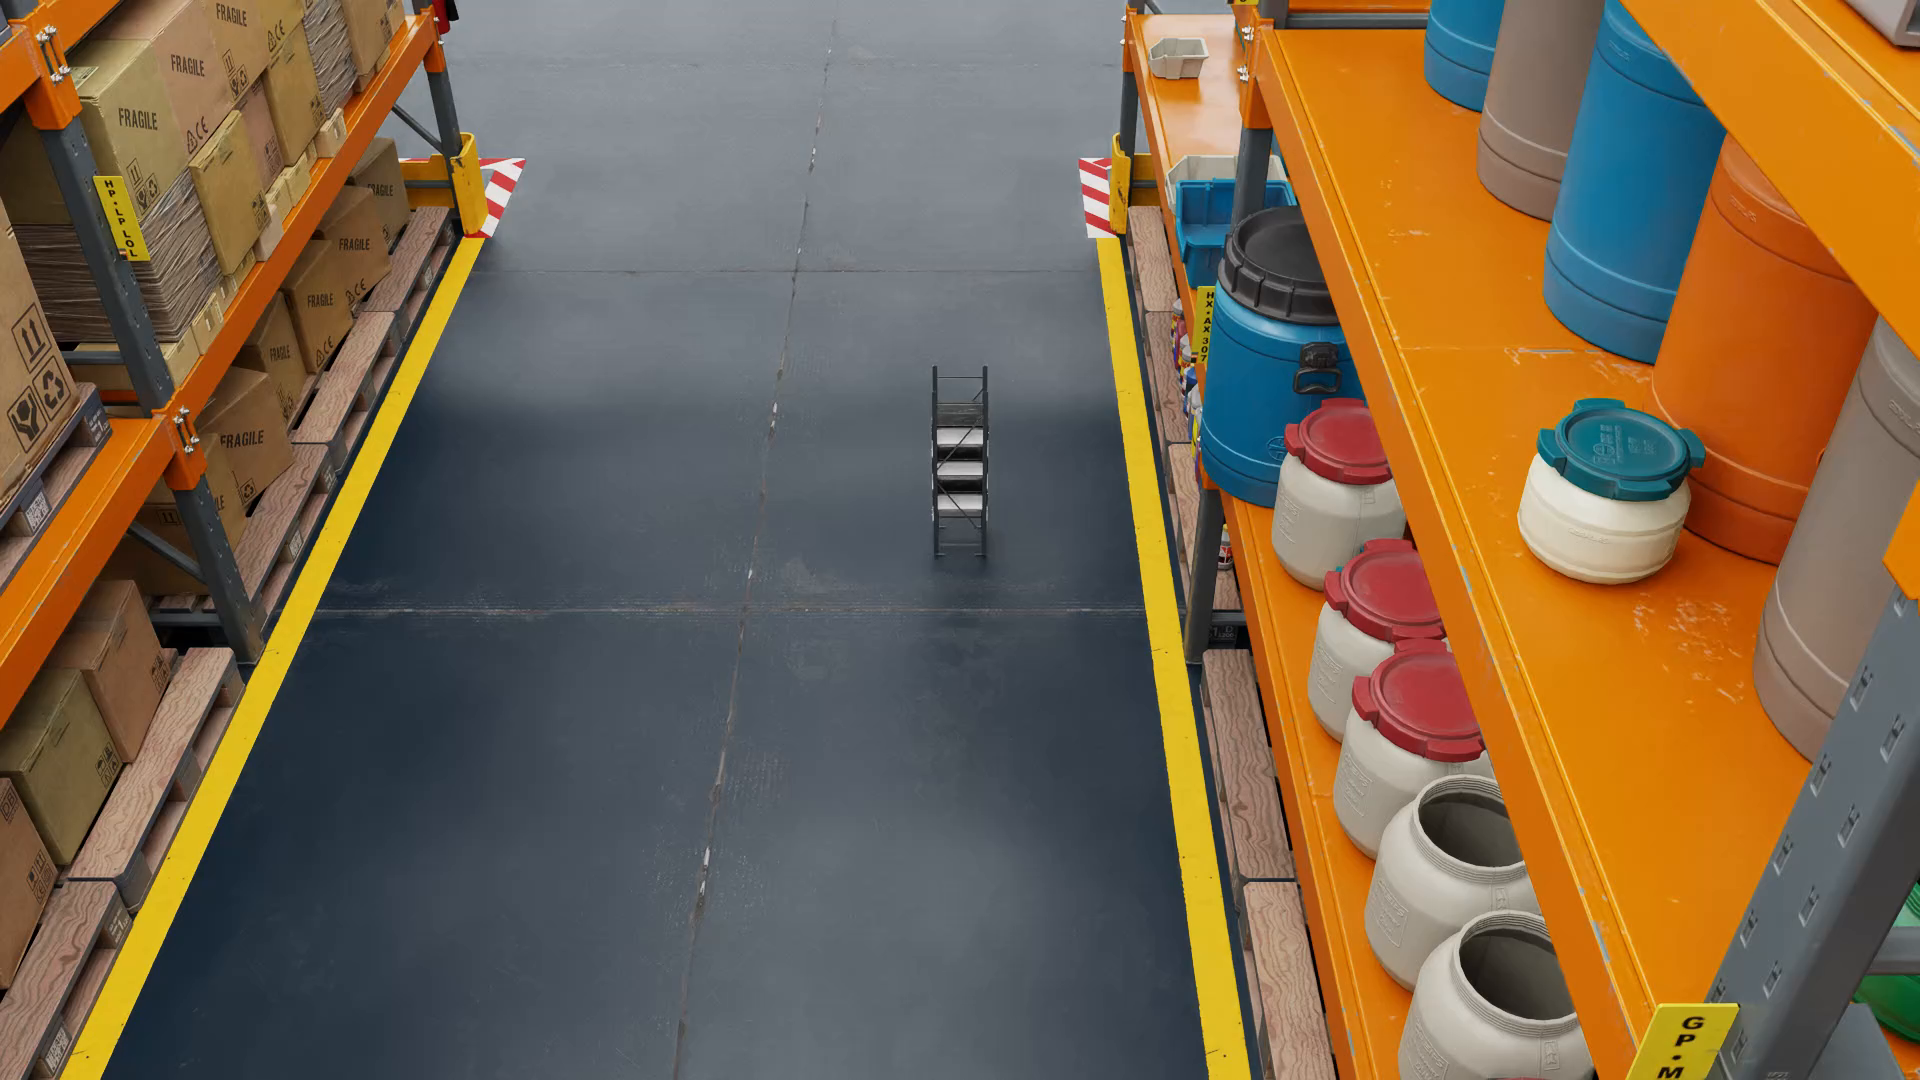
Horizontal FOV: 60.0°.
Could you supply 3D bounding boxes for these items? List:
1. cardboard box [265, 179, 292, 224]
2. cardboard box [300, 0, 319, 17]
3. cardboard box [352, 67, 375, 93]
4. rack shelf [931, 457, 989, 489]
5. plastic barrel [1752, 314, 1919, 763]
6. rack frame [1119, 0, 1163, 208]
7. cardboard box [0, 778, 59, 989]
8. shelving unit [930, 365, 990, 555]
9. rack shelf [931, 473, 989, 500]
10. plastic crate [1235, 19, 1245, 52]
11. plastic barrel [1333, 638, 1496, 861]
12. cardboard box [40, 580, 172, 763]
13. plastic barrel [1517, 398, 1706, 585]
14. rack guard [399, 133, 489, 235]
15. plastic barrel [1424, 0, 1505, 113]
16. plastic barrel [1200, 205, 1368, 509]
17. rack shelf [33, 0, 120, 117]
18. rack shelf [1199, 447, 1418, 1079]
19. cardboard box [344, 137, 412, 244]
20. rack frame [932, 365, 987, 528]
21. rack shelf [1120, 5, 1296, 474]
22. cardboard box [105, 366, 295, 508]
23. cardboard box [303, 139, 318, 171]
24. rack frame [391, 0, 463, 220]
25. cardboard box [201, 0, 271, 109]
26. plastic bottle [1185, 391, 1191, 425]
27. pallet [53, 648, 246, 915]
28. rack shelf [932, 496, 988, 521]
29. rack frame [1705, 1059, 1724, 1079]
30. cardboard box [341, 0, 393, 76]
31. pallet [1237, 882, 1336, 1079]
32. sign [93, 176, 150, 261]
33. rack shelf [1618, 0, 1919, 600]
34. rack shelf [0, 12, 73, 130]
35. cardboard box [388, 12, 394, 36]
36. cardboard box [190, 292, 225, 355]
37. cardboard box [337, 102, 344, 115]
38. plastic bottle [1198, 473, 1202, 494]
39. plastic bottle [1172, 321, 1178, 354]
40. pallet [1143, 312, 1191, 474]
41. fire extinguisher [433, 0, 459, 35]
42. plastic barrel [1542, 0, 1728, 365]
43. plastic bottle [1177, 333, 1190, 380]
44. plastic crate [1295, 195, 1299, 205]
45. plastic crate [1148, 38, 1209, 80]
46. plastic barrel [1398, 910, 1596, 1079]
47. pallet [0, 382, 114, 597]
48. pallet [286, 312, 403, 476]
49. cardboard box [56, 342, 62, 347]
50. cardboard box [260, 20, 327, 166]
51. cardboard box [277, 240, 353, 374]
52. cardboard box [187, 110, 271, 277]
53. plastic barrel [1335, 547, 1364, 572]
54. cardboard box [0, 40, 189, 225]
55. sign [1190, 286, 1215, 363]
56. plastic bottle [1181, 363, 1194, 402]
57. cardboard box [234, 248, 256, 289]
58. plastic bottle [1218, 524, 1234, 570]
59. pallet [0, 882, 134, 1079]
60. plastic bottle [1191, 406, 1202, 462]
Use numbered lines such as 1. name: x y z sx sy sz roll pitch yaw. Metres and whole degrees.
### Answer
1. cardboard box: -3.218 -1.489 7.410 0.380 0.149 0.250 0 39 0
2. cardboard box: -3.245 -2.748 7.663 0.500 0.500 0.500 0 39 0
3. cardboard box: -3.254 -2.427 8.580 0.380 0.149 0.250 0 39 0
4. rack shelf: 0.000 -0.320 7.483 0.258 0.077 0.200 0 39 0
5. plastic barrel: 1.681 -0.052 2.617 0.600 0.901 0.600 0 39 0
6. rack frame: 1.456 -3.175 9.314 1.000 3.000 0.127 0 39 0
7. cardboard box: -3.530 1.166 5.544 0.700 0.500 0.500 -3 39 -4
8. shelving unit: 0.000 -0.346 7.462 0.258 0.900 0.210 0 39 0
9. rack shelf: 0.000 -0.250 7.539 0.258 0.077 0.200 0 39 0
10. plastic crate: 1.756 -2.805 8.970 0.499 0.251 0.616 0 39 0
11. plastic barrel: 1.244 0.601 4.493 0.433 0.535 0.433 0 39 0
12. cardboard box: -3.513 0.517 6.353 0.700 0.500 0.500 -3 39 -4
13. plastic barrel: 1.230 -0.084 3.168 0.301 0.262 0.301 0 39 0
14. rack guard: -3.497 -2.149 10.032 1.175 0.500 0.348 0 39 0
15. plastic barrel: 1.678 -1.722 4.701 0.600 0.901 0.708 0 39 0
16. plastic barrel: 1.158 -0.628 5.734 0.600 0.901 0.708 0 39 0
17. rack shelf: -3.495 -2.811 7.035 1.077 0.370 4.000 0 39 0
18. rack shelf: 1.463 0.857 4.857 1.077 0.370 4.000 0 39 0
19. cardboard box: -3.513 -1.970 9.472 0.500 0.500 0.500 7 39 8
20. rack frame: 0.000 -0.410 7.542 0.240 0.900 0.006 0 39 0
21. rack shelf: 1.458 -1.644 7.978 1.077 0.370 4.000 0 39 0
22. cardboard box: -3.461 -0.467 7.597 0.500 0.500 0.500 12 40 14
23. cardboard box: -3.253 -1.801 7.800 0.380 0.149 0.250 0 39 0
24. rack frame: -3.497 -3.172 9.309 1.000 3.000 0.127 0 39 0
25. cardboard box: -3.241 -2.123 6.883 0.500 0.500 0.500 0 39 0
26. plastic bottle: 1.147 -0.654 8.053 0.097 0.201 0.097 0 39 0
27. pallet: -3.490 0.905 6.452 1.003 0.211 1.213 0 39 0
28. rack shelf: 0.000 -0.180 7.596 0.258 0.077 0.200 0 39 0
29. rack frame: 1.465 1.827 3.071 1.000 3.000 0.127 0 39 0
30. cardboard box: -3.403 -2.670 8.366 0.875 0.500 0.500 0 39 0
31. pallet: 1.505 1.670 5.497 1.003 0.211 1.213 0 39 0
32. sign: -2.937 -1.125 5.829 0.100 0.325 0.005 0 39 0
33. rack shelf: 1.463 -1.327 3.106 1.077 0.370 4.000 0 39 0
34. rack shelf: -3.490 -0.309 3.914 1.077 0.370 4.000 0 39 0
35. cardboard box: -3.290 -2.739 8.970 0.380 0.149 0.250 0 39 0
36. cardboard box: -3.179 -0.863 6.630 0.380 0.149 0.250 0 39 0
37. cardboard box: -3.272 -2.114 8.190 0.380 0.149 0.250 0 39 0
38. plastic bottle: 1.171 -0.334 7.535 0.144 0.351 0.185 -2 39 -2
39. plastic bottle: 1.147 -1.056 8.555 0.097 0.201 0.097 0 39 0
40. pallet: 1.497 -0.771 8.543 1.003 0.211 1.213 0 39 0
41. fire extinguisher: -3.036 -3.213 9.423 0.296 0.674 0.183 0 39 0
42. plastic barrel: 1.680 -0.904 3.680 0.600 0.901 0.708 0 39 0
43. plastic bottle: 1.147 -0.934 8.347 0.097 0.271 0.097 0 39 0
44. plastic crate: 1.741 -1.440 7.318 0.450 0.188 0.662 0 39 0
45. plastic crate: 1.135 -2.513 8.698 0.298 0.136 0.250 0 39 0
46. plastic barrel: 1.251 1.141 3.839 0.421 0.512 0.421 0 39 0
47. pallet: -3.637 -0.117 5.651 1.003 0.211 1.213 0 39 0
48. pallet: -3.533 -0.767 8.538 1.003 0.211 1.213 0 39 0
49. cardboard box: -3.777 -0.863 6.629 0.380 0.149 0.250 0 39 0
50. cardboard box: -3.457 -2.045 7.585 0.875 0.500 0.500 0 39 0
51. cardboard box: -3.496 -1.204 8.517 0.500 0.500 0.500 3 39 4
52. cardboard box: -3.396 -1.420 6.805 0.875 0.500 0.500 0 39 0
53. plastic barrel: 1.309 0.208 5.203 0.301 0.262 0.301 0 39 0
54. cardboard box: -3.239 -1.497 6.102 0.500 0.500 0.500 0 39 0
55. sign: 0.911 -0.788 6.114 0.100 0.325 0.005 0 39 0
56. plastic bottle: 1.147 -0.782 8.213 0.097 0.201 0.097 0 39 0
57. cardboard box: -3.217 -1.176 7.020 0.380 0.149 0.250 0 39 0
58. plastic bottle: 1.149 0.020 7.213 0.097 0.201 0.097 0 39 0
59. pallet: -3.486 1.670 5.498 1.003 0.211 1.213 0 39 0
60. plastic bottle: 1.171 -0.536 7.787 0.144 0.351 0.185 0 39 0
